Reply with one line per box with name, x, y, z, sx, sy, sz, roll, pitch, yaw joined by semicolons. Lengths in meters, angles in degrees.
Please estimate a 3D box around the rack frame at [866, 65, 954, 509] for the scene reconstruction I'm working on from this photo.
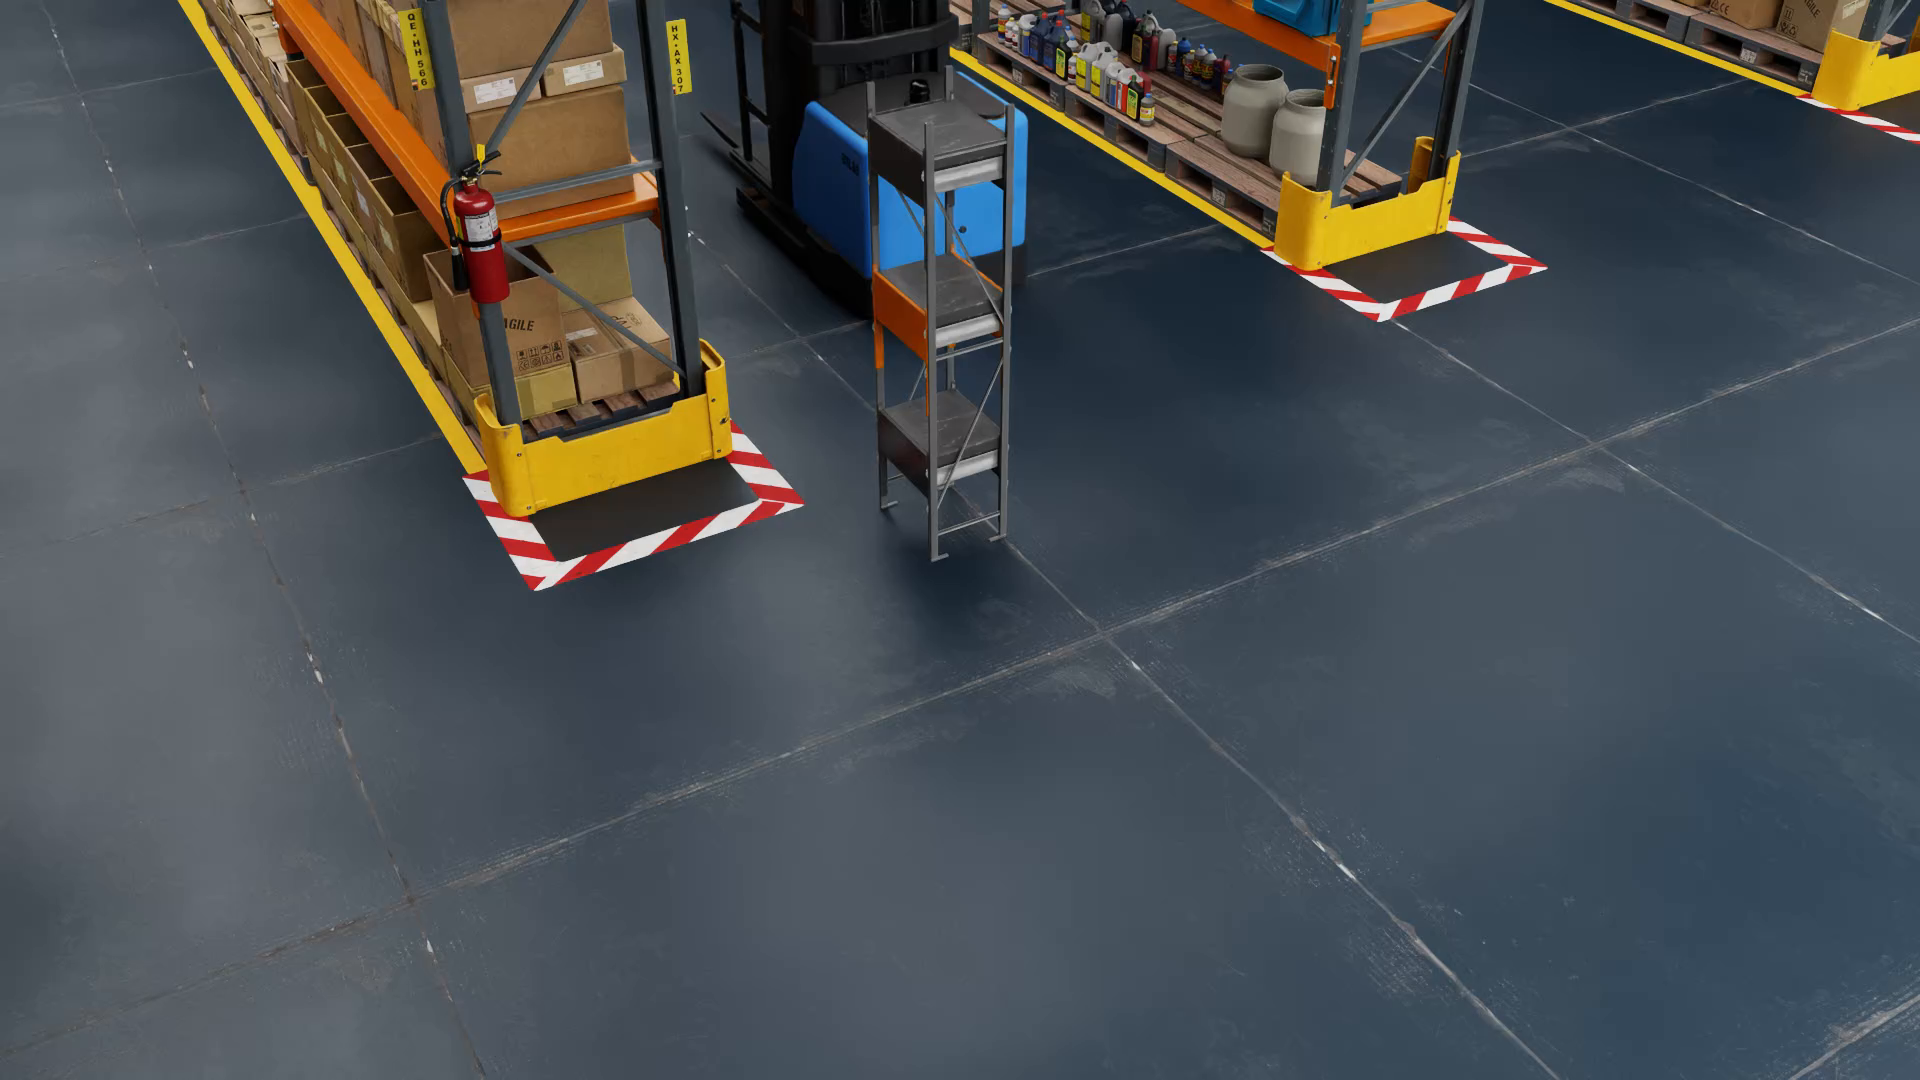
rack frame;-0.206;-1.057;7.417;0.400;2.100;0.015;-19;40;-24

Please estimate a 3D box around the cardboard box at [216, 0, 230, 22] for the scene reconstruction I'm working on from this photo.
cardboard box;-5.208;-4.063;12.269;0.500;0.311;0.500;-20;41;-25

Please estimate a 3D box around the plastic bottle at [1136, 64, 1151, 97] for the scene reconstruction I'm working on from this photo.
plastic bottle;1.248;-3.099;11.380;0.061;0.283;0.133;-19;40;-24

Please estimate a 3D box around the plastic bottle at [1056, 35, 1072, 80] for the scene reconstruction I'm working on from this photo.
plastic bottle;0.740;-3.437;11.842;0.061;0.283;0.133;-17;39;-22

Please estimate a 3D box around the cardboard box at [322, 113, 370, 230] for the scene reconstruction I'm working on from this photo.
cardboard box;-3.268;-2.140;9.477;0.500;0.500;0.500;-19;40;-24

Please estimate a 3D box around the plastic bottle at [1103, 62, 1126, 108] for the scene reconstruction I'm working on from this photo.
plastic bottle;1.087;-3.135;11.436;0.152;0.276;0.135;-20;41;-25

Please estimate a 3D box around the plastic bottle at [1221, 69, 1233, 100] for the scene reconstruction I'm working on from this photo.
plastic bottle;1.868;-3.161;11.534;0.097;0.201;0.097;0;36;0

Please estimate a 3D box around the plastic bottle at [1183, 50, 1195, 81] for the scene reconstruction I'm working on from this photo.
plastic bottle;1.648;-3.384;11.840;0.097;0.201;0.097;0;36;0

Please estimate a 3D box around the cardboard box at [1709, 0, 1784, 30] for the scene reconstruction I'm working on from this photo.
cardboard box;6.215;-4.289;12.843;0.500;0.500;0.500;-9;37;-12

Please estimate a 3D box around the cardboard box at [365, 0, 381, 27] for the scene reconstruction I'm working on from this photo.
cardboard box;-2.732;-2.678;8.239;0.380;0.149;0.250;-18;40;-23

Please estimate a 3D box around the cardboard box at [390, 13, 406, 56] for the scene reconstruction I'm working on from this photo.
cardboard box;-2.466;-2.411;7.873;0.380;0.149;0.250;-18;40;-23

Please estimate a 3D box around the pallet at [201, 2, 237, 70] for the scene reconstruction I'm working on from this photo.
pallet;-5.363;-4.100;13.185;1.003;0.211;1.213;-19;40;-24

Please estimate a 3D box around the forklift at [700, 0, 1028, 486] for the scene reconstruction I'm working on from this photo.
forklift;-0.561;-2.660;8.907;1.782;2.935;5.045;-18;40;-23

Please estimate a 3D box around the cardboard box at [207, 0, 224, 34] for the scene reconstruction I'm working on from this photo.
cardboard box;-5.480;-4.106;12.804;0.500;0.250;0.500;-20;41;-25

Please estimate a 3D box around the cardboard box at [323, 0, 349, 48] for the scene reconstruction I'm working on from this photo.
cardboard box;-3.234;-3.166;9.457;0.700;0.500;0.500;-19;40;-24

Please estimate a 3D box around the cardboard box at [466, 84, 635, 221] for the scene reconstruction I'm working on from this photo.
cardboard box;-1.947;-1.860;7.669;0.700;0.500;0.500;-19;40;-24

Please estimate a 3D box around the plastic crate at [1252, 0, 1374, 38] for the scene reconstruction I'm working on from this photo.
plastic crate;2.051;-3.150;9.646;0.499;0.251;0.616;-19;40;-24

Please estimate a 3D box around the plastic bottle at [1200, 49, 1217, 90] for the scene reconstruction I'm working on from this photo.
plastic bottle;1.748;-3.311;11.681;0.097;0.271;0.097;0;36;0

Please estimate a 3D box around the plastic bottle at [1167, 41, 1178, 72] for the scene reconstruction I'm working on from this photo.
plastic bottle;1.544;-3.489;11.984;0.097;0.201;0.097;0;36;0

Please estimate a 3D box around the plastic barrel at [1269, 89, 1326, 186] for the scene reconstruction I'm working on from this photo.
plastic barrel;2.165;-2.521;10.412;0.421;0.512;0.421;0;36;0

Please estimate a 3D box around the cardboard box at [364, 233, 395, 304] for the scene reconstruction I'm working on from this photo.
cardboard box;-3.012;-1.584;9.351;0.500;0.250;0.500;-19;40;-24

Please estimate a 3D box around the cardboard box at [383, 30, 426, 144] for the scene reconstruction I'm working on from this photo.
cardboard box;-2.459;-2.381;8.382;0.700;0.500;0.500;-19;40;-24

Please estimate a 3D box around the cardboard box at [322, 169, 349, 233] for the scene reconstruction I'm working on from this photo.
cardboard box;-3.515;-2.094;10.049;0.500;0.250;0.500;-19;40;-24

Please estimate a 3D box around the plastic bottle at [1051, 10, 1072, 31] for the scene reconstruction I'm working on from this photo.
plastic bottle;0.723;-3.699;12.145;0.144;0.351;0.185;-19;40;-24

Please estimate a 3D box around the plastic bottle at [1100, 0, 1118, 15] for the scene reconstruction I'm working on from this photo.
plastic bottle;1.125;-3.948;12.486;0.144;0.351;0.185;-20;41;-25

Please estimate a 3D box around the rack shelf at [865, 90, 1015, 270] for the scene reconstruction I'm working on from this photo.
rack shelf;-0.083;-1.487;6.841;0.431;0.518;0.480;-19;40;-24

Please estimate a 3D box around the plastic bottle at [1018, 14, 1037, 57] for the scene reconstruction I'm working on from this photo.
plastic bottle;0.519;-3.712;12.225;0.152;0.276;0.135;-17;40;-22

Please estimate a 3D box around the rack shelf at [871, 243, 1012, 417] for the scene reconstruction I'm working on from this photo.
rack shelf;-0.083;-0.921;7.254;0.431;0.518;0.480;-19;40;-24

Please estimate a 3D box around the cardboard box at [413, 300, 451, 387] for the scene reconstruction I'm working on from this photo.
cardboard box;-2.510;-1.074;8.653;0.500;0.250;0.500;-19;40;-24

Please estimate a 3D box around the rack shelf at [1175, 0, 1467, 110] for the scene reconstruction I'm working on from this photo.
rack shelf;1.557;-3.773;10.983;1.077;0.370;4.000;-19;40;-24

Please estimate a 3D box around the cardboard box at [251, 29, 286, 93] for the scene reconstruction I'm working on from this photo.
cardboard box;-4.451;-3.288;11.209;0.500;0.311;0.500;-18;40;-23

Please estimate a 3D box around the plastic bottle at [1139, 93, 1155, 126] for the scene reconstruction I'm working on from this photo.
plastic bottle;1.260;-2.898;11.174;0.097;0.201;0.097;0;36;0

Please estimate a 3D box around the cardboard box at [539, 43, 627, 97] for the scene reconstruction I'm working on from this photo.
cardboard box;-1.734;-2.144;7.507;0.380;0.149;0.250;-19;40;-24

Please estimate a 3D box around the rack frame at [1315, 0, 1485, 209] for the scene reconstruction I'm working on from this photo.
rack frame;2.561;-3.044;9.374;1.000;3.000;0.127;-19;40;-24

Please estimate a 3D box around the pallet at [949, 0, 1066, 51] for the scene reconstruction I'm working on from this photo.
pallet;0.124;-4.346;13.522;1.003;0.211;1.213;-19;40;-24

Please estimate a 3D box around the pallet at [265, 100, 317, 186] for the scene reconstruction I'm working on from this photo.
pallet;-4.137;-2.856;11.481;1.003;0.211;1.213;-19;40;-24

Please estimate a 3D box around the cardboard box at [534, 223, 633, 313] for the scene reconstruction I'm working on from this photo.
cardboard box;-2.053;-1.534;8.646;0.500;0.500;0.500;-19;40;-24

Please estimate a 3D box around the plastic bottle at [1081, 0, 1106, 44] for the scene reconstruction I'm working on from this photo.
plastic bottle;1.000;-3.906;12.427;0.144;0.351;0.185;-19;40;-24

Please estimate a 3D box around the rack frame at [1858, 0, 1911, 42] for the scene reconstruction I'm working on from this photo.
rack frame;6.844;-4.511;11.383;1.000;3.000;0.127;-19;40;-24

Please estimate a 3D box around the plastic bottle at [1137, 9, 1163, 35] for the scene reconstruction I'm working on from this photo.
plastic bottle;1.383;-3.686;12.126;0.144;0.351;0.185;-19;40;-24

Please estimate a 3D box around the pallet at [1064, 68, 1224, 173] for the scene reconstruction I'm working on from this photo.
pallet;1.470;-2.980;11.651;1.003;0.211;1.213;-19;40;-24

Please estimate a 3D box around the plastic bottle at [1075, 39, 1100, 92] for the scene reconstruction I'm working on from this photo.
plastic bottle;0.907;-3.344;11.658;0.144;0.351;0.185;-19;40;-24

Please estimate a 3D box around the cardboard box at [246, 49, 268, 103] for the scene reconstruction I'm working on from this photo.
cardboard box;-4.702;-3.322;11.730;0.500;0.250;0.500;-18;40;-23

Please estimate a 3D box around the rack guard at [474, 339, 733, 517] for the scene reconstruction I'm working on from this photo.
rack guard;-1.711;-0.556;8.087;1.175;0.500;0.348;-19;40;-24

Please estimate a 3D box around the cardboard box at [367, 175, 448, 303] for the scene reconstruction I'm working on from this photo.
cardboard box;-2.765;-1.631;8.779;0.500;0.500;0.500;-19;40;-24

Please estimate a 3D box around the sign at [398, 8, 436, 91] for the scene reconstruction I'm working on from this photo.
sign;-2.199;-1.987;6.745;0.100;0.325;0.005;-19;40;-24

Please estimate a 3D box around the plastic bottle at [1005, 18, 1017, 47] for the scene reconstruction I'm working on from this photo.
plastic bottle;0.384;-3.787;12.391;0.097;0.201;0.097;0;36;0

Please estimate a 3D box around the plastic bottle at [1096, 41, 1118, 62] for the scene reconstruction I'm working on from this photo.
plastic bottle;1.022;-3.370;11.757;0.152;0.276;0.135;-19;40;-24

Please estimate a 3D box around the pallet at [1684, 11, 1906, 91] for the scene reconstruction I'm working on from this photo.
pallet;6.428;-3.849;12.840;1.003;0.211;1.213;-19;40;-24

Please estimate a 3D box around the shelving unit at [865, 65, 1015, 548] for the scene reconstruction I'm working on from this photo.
shelving unit;-0.084;-0.933;7.248;0.431;2.100;0.499;-19;40;-24

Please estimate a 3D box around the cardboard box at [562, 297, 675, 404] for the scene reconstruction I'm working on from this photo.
cardboard box;-1.800;-0.976;8.519;0.500;0.250;0.500;-19;40;-24

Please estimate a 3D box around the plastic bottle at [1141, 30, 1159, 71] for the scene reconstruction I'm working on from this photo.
plastic bottle;1.370;-3.543;11.987;0.061;0.283;0.133;-19;40;-24
